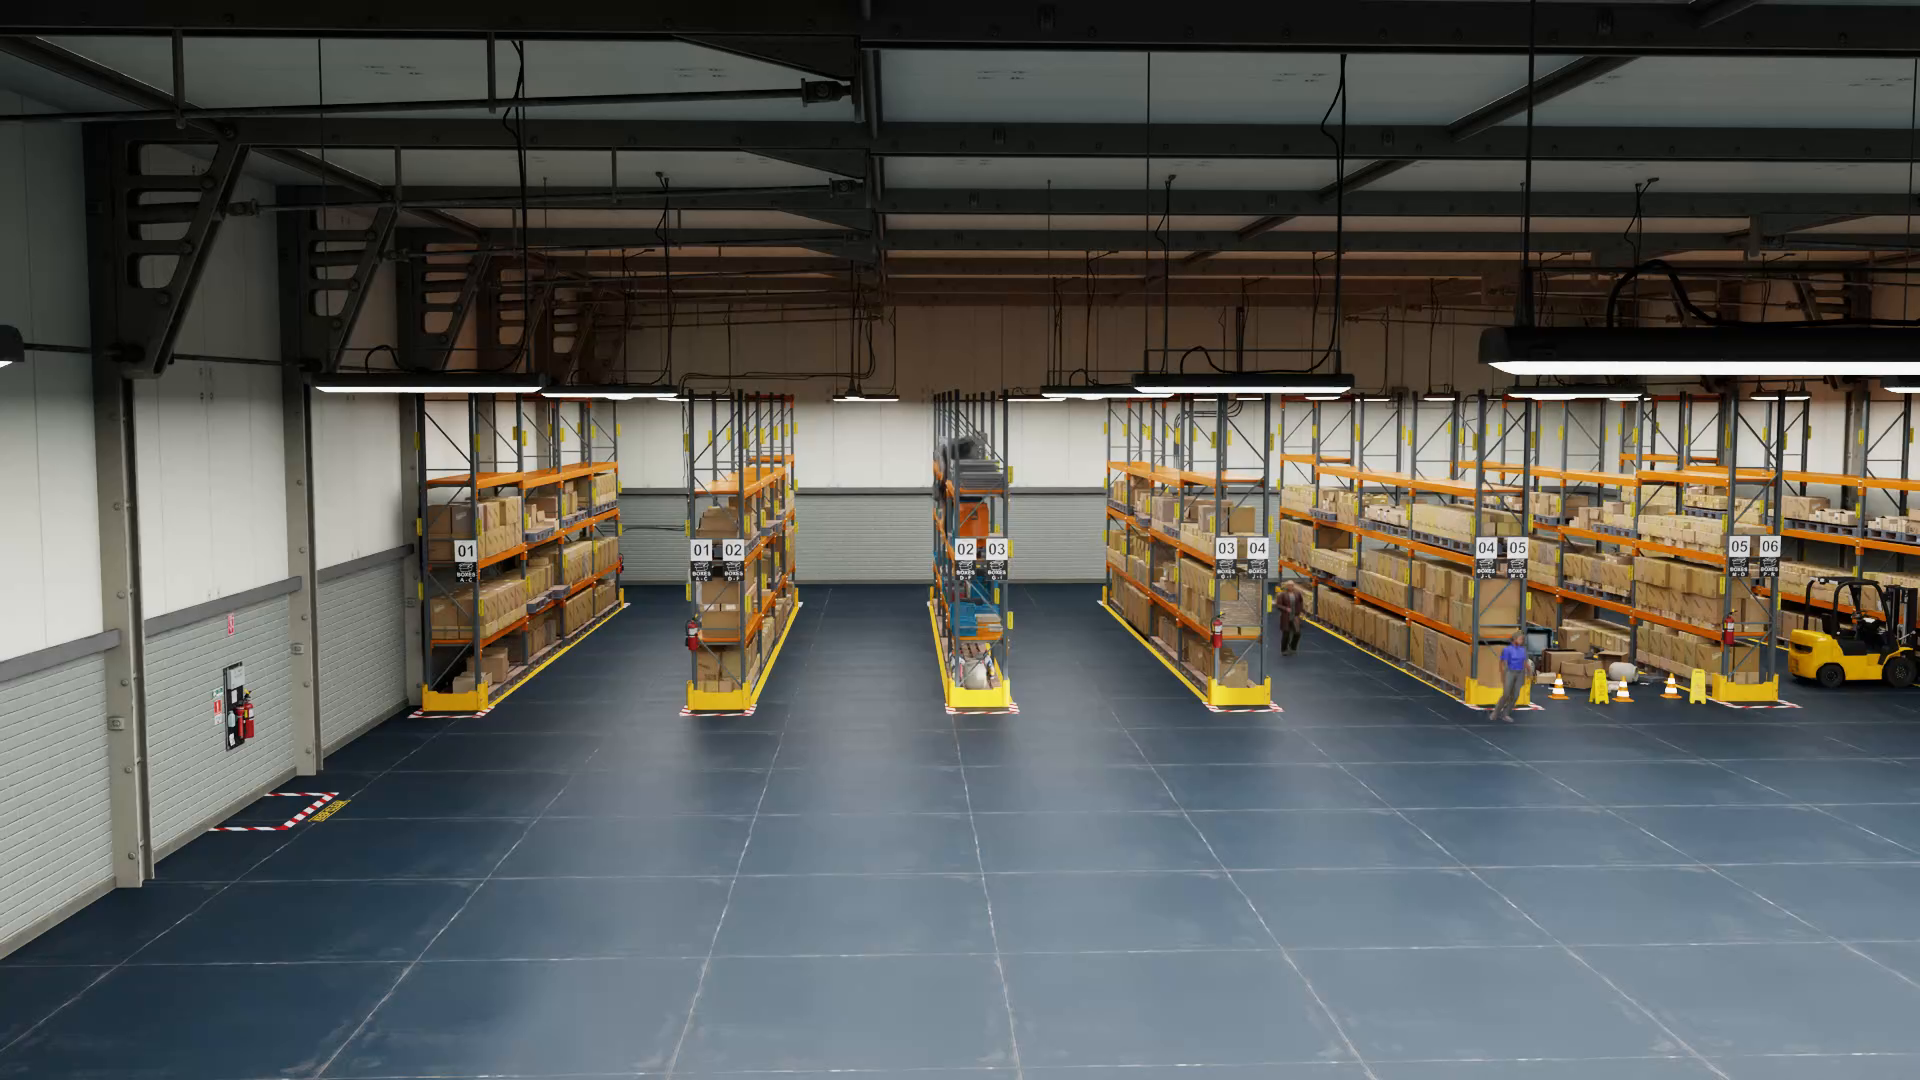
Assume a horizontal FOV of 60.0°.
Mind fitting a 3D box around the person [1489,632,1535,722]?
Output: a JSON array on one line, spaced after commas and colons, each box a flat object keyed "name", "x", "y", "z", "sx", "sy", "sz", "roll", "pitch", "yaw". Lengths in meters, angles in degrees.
[{"name": "person", "x": 9.925, "y": 2.481, "z": 29.941, "sx": 0.705, "sy": 1.652, "sz": 0.600, "roll": -2, "pitch": 5, "yaw": -26}]

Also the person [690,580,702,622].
[{"name": "person", "x": -6.561, "y": 1.443, "z": 42.667, "sx": 0.729, "sy": 1.645, "sz": 0.721, "roll": -1, "pitch": 5, "yaw": -14}]

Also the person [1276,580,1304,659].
[{"name": "person", "x": 7.449, "y": 1.790, "z": 37.449, "sx": 0.692, "sy": 1.779, "sz": 0.843, "roll": 0, "pitch": 5, "yaw": -6}]
